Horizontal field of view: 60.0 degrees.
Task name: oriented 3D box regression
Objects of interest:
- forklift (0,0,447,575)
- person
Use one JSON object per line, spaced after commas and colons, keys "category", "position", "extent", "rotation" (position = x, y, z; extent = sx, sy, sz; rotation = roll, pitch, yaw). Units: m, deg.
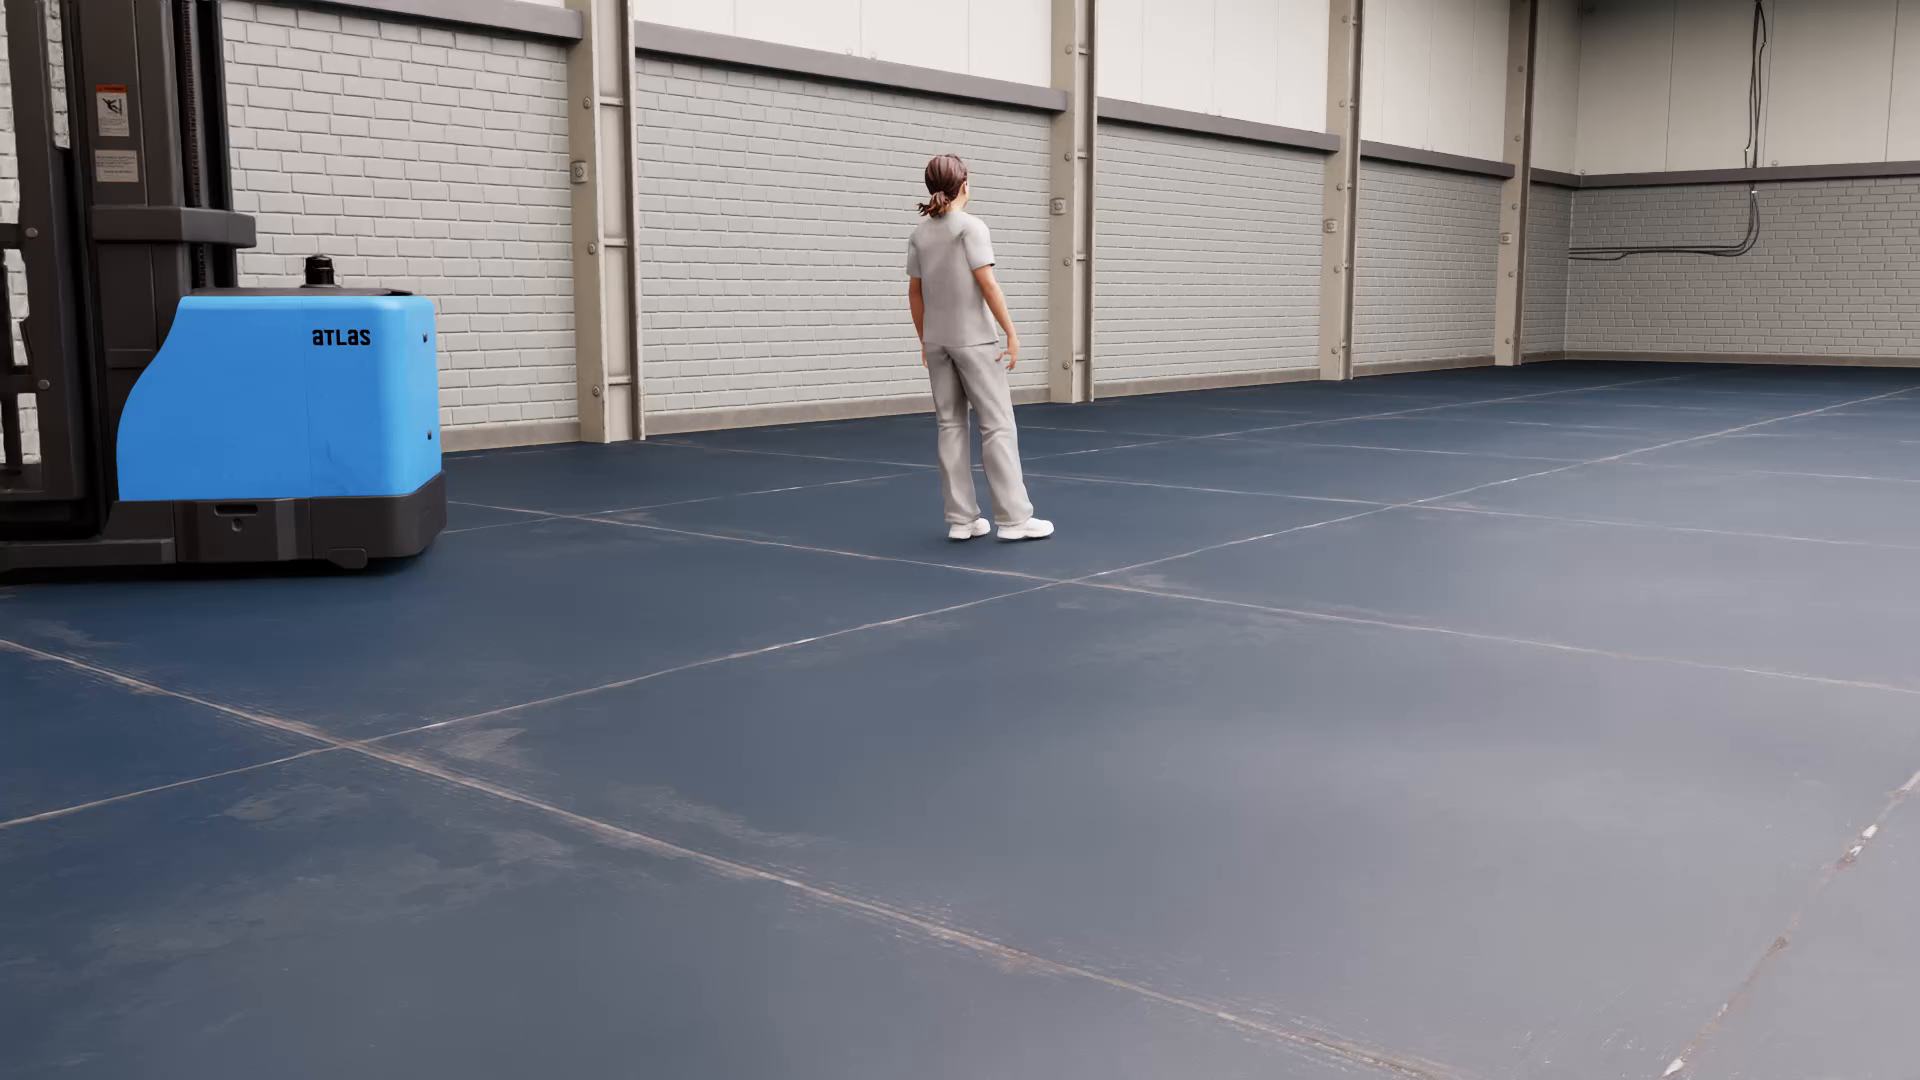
{"category": "forklift", "position": [-3.698, -1.351, 6.513], "extent": [3.031, 2.935, 1.130], "rotation": [-1, 8, -10]}
{"category": "person", "position": [0.057, -0.844, 7.330], "extent": [0.549, 1.675, 0.549], "rotation": [7, 11, 38]}
